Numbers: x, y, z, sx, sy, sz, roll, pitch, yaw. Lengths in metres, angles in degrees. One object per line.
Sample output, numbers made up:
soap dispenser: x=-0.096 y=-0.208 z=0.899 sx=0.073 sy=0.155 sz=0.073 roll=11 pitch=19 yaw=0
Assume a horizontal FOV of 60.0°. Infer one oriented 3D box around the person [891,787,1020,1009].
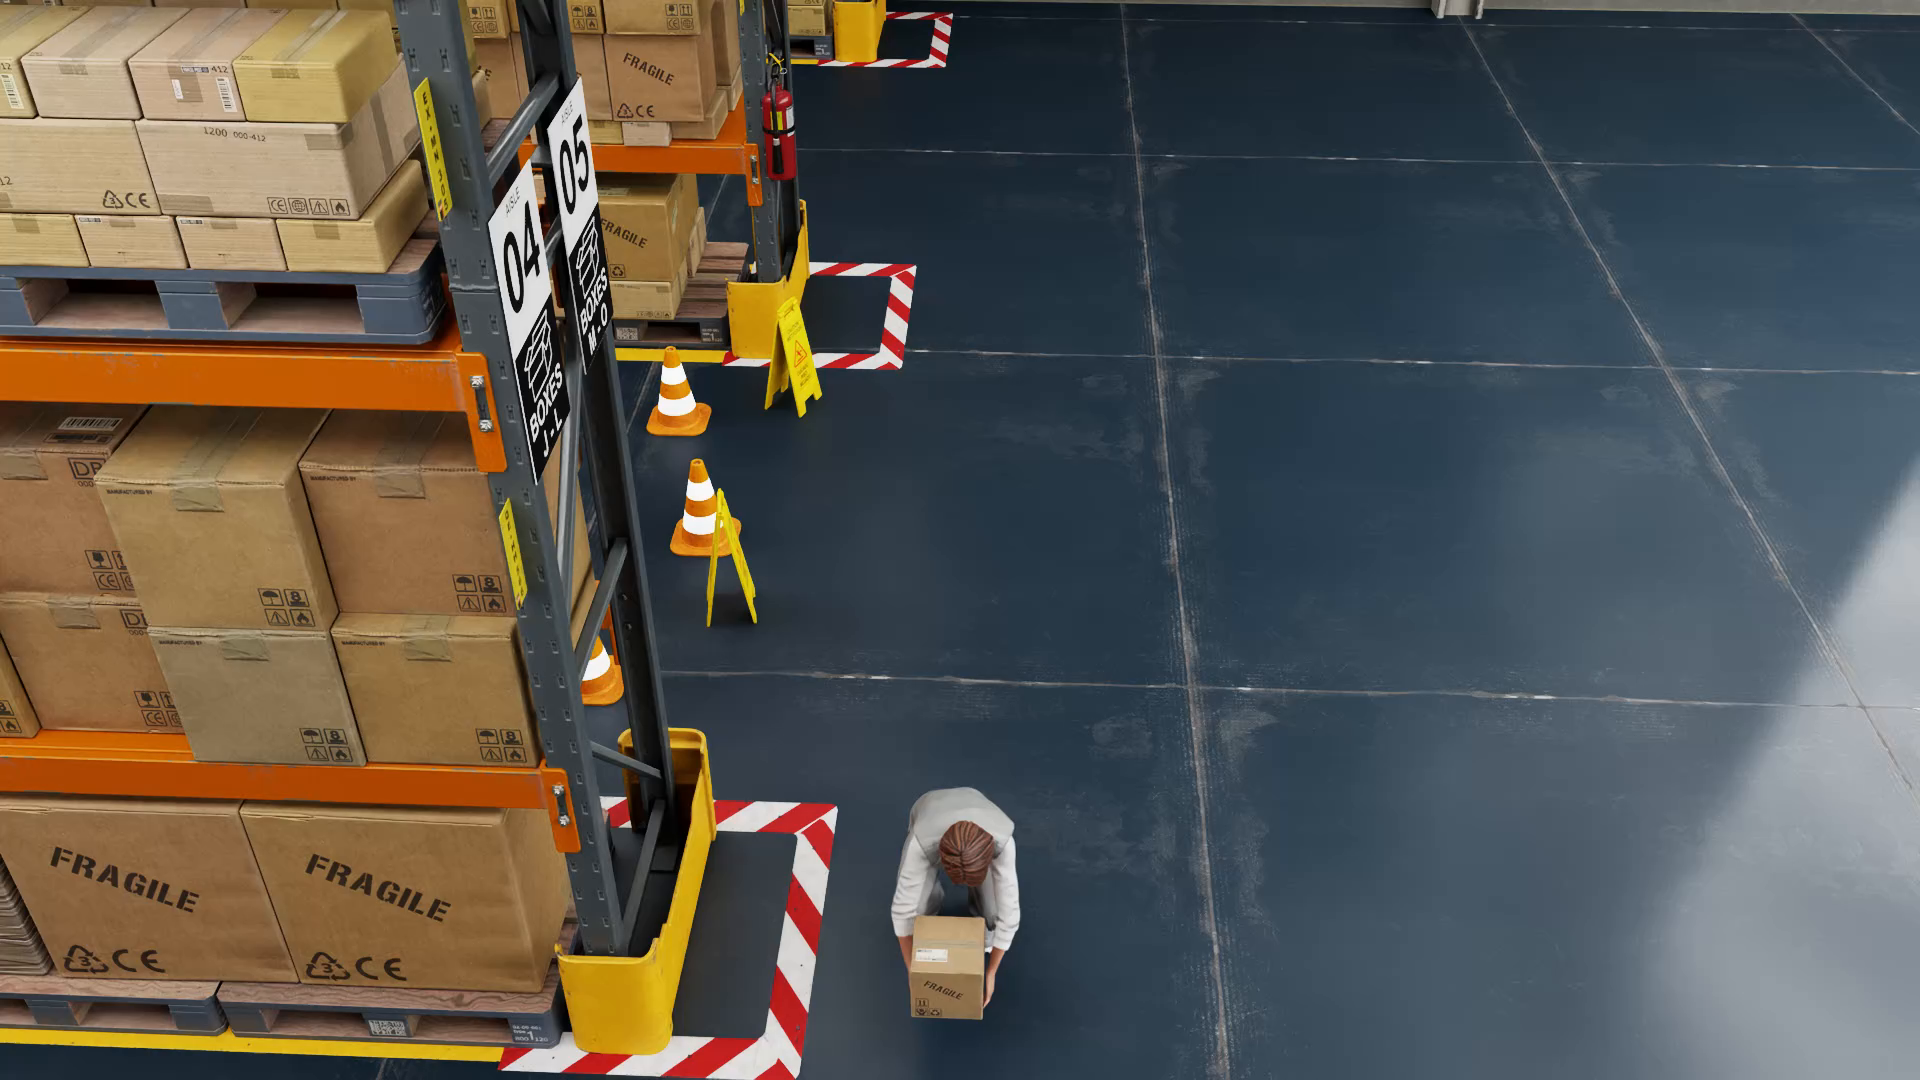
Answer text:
person: x=-0.008 y=1.213 z=6.068 sx=0.458 sy=0.888 sz=0.810 roll=1 pitch=36 yaw=2
